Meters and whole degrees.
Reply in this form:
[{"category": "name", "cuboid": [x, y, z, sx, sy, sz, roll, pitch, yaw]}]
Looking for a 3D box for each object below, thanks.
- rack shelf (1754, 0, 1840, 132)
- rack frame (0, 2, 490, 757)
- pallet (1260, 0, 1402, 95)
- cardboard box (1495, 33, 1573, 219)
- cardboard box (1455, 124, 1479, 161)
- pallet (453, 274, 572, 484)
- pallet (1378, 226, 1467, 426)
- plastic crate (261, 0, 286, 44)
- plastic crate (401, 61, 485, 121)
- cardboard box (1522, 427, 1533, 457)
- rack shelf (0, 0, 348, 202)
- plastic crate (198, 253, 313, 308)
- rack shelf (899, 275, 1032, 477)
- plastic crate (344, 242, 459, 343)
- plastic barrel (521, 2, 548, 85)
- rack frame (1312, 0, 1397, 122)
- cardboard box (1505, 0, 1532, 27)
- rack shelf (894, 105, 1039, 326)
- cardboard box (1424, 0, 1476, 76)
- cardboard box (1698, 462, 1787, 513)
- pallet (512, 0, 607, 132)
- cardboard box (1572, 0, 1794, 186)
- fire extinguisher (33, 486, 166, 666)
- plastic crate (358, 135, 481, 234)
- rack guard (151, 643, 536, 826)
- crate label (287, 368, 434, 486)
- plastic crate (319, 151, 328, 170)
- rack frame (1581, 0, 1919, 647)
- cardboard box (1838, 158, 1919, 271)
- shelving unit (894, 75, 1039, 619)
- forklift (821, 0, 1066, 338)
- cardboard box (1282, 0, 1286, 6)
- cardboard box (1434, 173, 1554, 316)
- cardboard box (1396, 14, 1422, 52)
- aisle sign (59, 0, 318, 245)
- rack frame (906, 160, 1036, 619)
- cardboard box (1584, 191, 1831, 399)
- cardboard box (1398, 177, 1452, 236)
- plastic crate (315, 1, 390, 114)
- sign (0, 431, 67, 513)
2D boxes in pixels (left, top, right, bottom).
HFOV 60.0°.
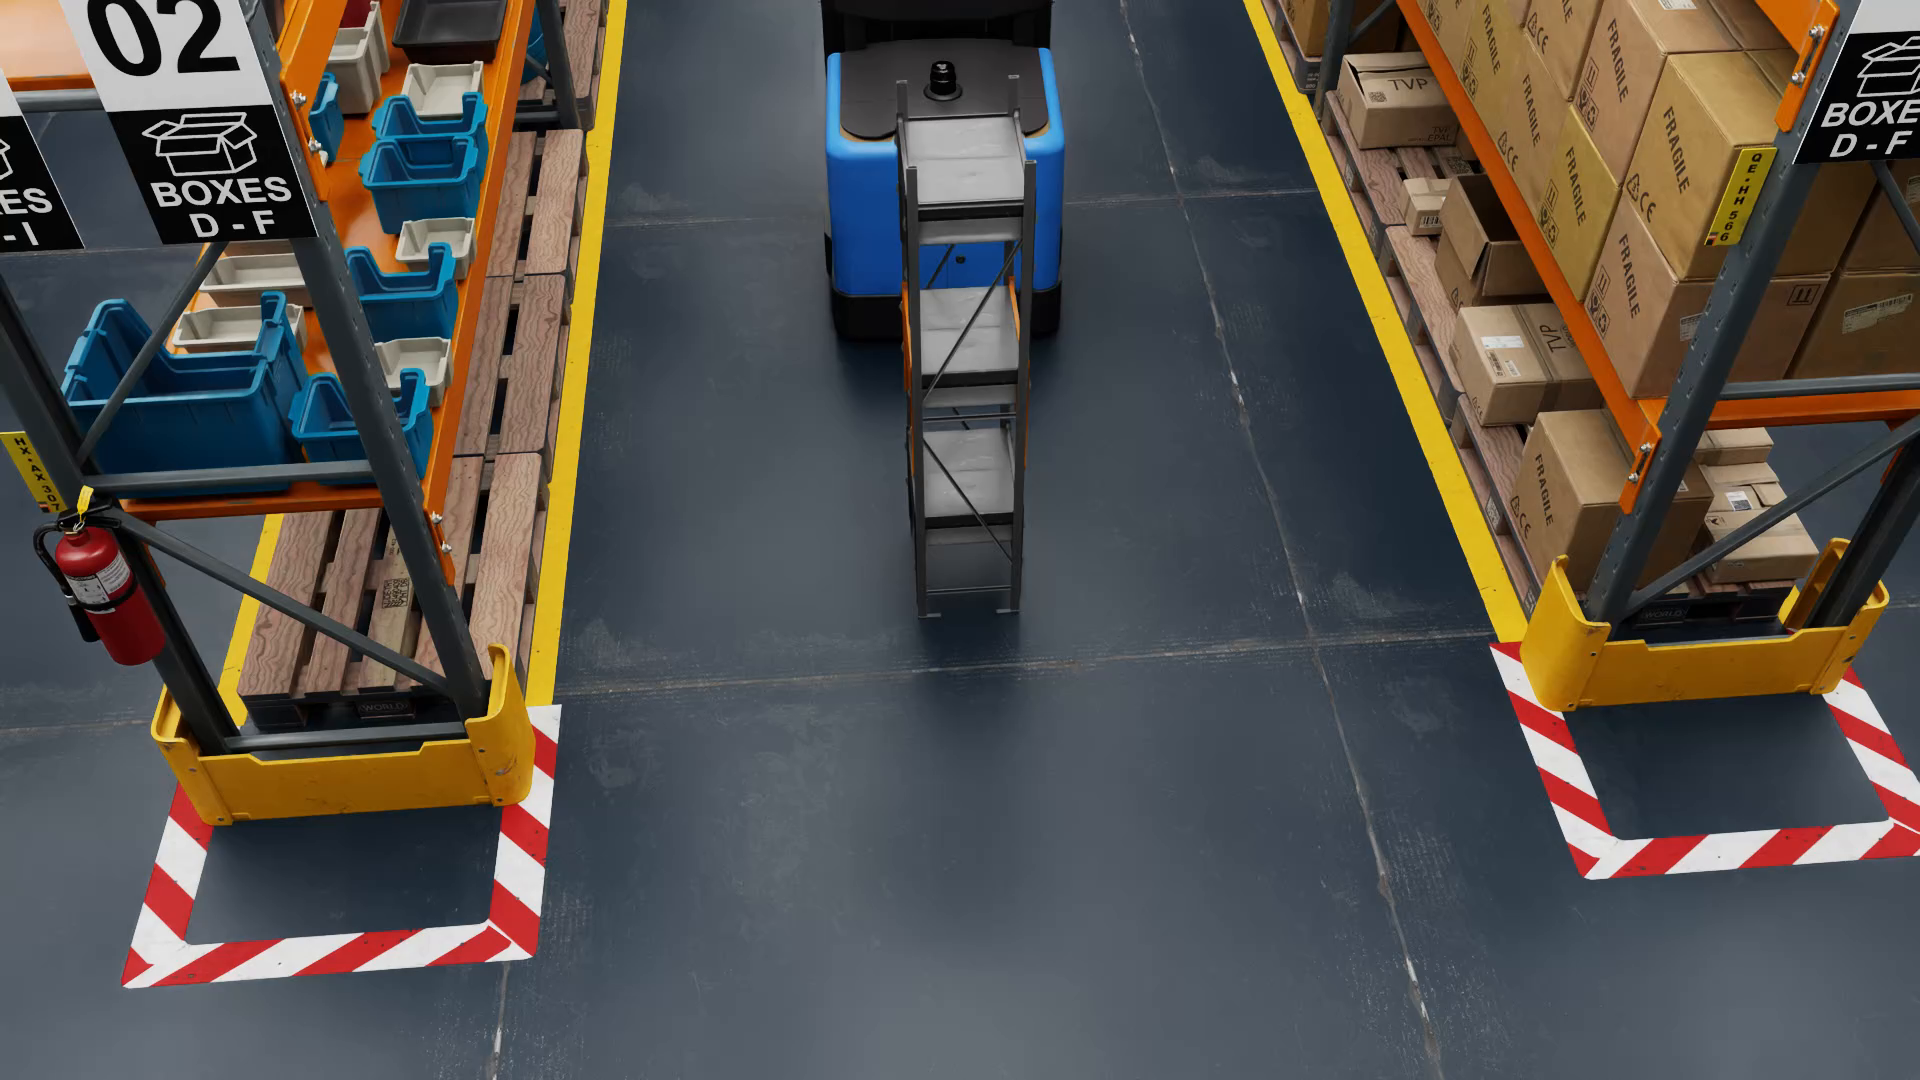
[{"category": "rack shelf", "cuboid": [2.604, -2.716, 5.822, 1.077, 0.370, 4.000, -3, 47, -3]}, {"category": "rack frame", "cuboid": [-2.164, -0.186, 4.997, 1.000, 3.000, 0.127, -3, 47, -3]}, {"category": "pallet", "cuboid": [2.331, -3.006, 9.588, 1.003, 0.211, 1.213, -3, 47, -3]}, {"category": "cardboard box", "cuboid": [2.380, -1.563, 6.232, 0.500, 0.500, 0.500, -3, 47, -3]}, {"category": "cardboard box", "cuboid": [2.767, -2.275, 8.394, 0.500, 0.500, 0.500, -3, 47, -3]}, {"category": "pallet", "cuboid": [-2.294, -0.707, 7.411, 1.003, 0.211, 1.213, -3, 47, -3]}, {"category": "pallet", "cuboid": [2.599, -1.038, 7.724, 1.003, 0.211, 1.213, -3, 47, -3]}, {"category": "plastic crate", "cuboid": [-1.919, -1.468, 4.235, 0.497, 0.269, 0.590, -3, 47, -3]}, {"category": "plastic crate", "cuboid": [-2.054, -1.768, 6.636, 0.293, 0.136, 0.466, -3, 47, -3]}, {"category": "cardboard box", "cuboid": [2.537, -0.338, 6.789, 0.380, 0.166, 0.250, -3, 47, -3]}, {"category": "rack shelf", "cuboid": [-2.332, -2.417, 5.539, 1.077, 0.370, 4.000, -3, 47, -3]}, {"category": "plastic crate", "cuboid": [-2.423, -0.906, 5.819, 0.396, 0.136, 0.243, -3, 47, -3]}, {"category": "rack shelf", "cuboid": [0.014, -0.593, 6.021, 0.431, 0.518, 0.480, -3, 47, -3]}, {"category": "plastic crate", "cuboid": [-1.912, -0.824, 5.675, 0.416, 0.233, 0.300, -3, 47, -3]}, {"category": "plastic barrel", "cuboid": [-2.528, -2.898, 8.721, 0.600, 0.901, 0.708, -3, 47, -3]}, {"category": "rack frame", "cuboid": [2.437, -3.378, 8.020, 1.000, 3.000, 0.127, -3, 47, -3]}, {"category": "cardboard box", "cuboid": [2.326, -2.280, 6.222, 0.500, 0.500, 0.500, -2, 47, -2]}, {"category": "rack shelf", "cuboid": [0.014, -1.074, 5.512, 0.431, 0.518, 0.480, -3, 47, -3]}, {"category": "cardboard box", "cuboid": [2.294, -2.295, 6.925, 0.500, 0.500, 0.500, -4, 47, -4]}, {"category": "cardboard box", "cuboid": [3.058, -0.166, 6.626, 0.380, 0.166, 0.250, -3, 47, -3]}, {"category": "pallet", "cuboid": [-2.522, -2.682, 9.281, 1.003, 0.211, 1.213, -3, 47, -3]}, {"category": "cardboard box", "cuboid": [2.417, -1.533, 5.515, 0.500, 0.500, 0.500, -2, 47, -2]}, {"category": "fire extinguisher", "cuboid": [-2.605, 0.105, 5.031, 0.296, 0.674, 0.183, -3, 47, -3]}, {"category": "plastic crate", "cuboid": [-1.967, -1.300, 6.126, 0.416, 0.233, 0.300, -3, 47, -3]}, {"category": "rack guard", "cuboid": [-2.149, 0.690, 5.889, 1.175, 0.500, 0.348, -3, 47, -3]}, {"category": "crate label", "cuboid": [-1.857, -0.348, 5.224, 0.416, 0.233, 0.303, -3, 47, -3]}, {"category": "plastic crate", "cuboid": [-2.514, -1.319, 6.210, 0.298, 0.136, 0.250, -3, 47, -3]}, {"category": "rack frame", "cuboid": [2.772, -0.484, 5.279, 1.000, 3.000, 0.127, -3, 47, -3]}, {"category": "cardboard box", "cuboid": [2.997, -1.200, 5.199, 0.500, 0.500, 0.500, -2, 47, -2]}, {"category": "shelving unit", "cuboid": [0.014, -0.602, 6.011, 0.431, 2.100, 0.503, -3, 47, -3]}, {"category": "forklift", "cuboid": [-0.123, -3.001, 7.710, 1.130, 2.935, 3.031, -2, 47, -2]}, {"category": "cardboard box", "cuboid": [2.077, -3.368, 9.429, 0.500, 0.500, 0.500, -3, 47, -3]}, {"category": "cardboard box", "cuboid": [2.599, -1.312, 7.480, 0.797, 0.503, 0.637, -3, 47, -3]}, {"category": "cardboard box", "cuboid": [2.639, -3.035, 9.114, 0.500, 0.500, 0.500, -5, 47, -5]}, {"category": "aisle sign", "cuboid": [-1.862, -1.046, 4.021, 0.394, 0.787, 0.004, -3, 47, -3]}, {"category": "rack frame", "cuboid": [0.034, -0.426, 5.844, 0.400, 2.100, 0.015, -3, 47, -3]}, {"category": "cardboard box", "cuboid": [2.463, -0.826, 5.534, 0.500, 0.500, 0.500, -2, 47, -2]}, {"category": "cardboard box", "cuboid": [2.339, -1.613, 7.997, 0.380, 0.166, 0.250, -3, 47, -3]}, {"category": "plastic crate", "cuboid": [-2.555, -1.944, 6.702, 0.437, 0.282, 0.530, -3, 47, -3]}, {"category": "sign", "cuboid": [-2.711, -0.197, 4.895, 0.100, 0.325, 0.005, -3, 47, -3]}]
